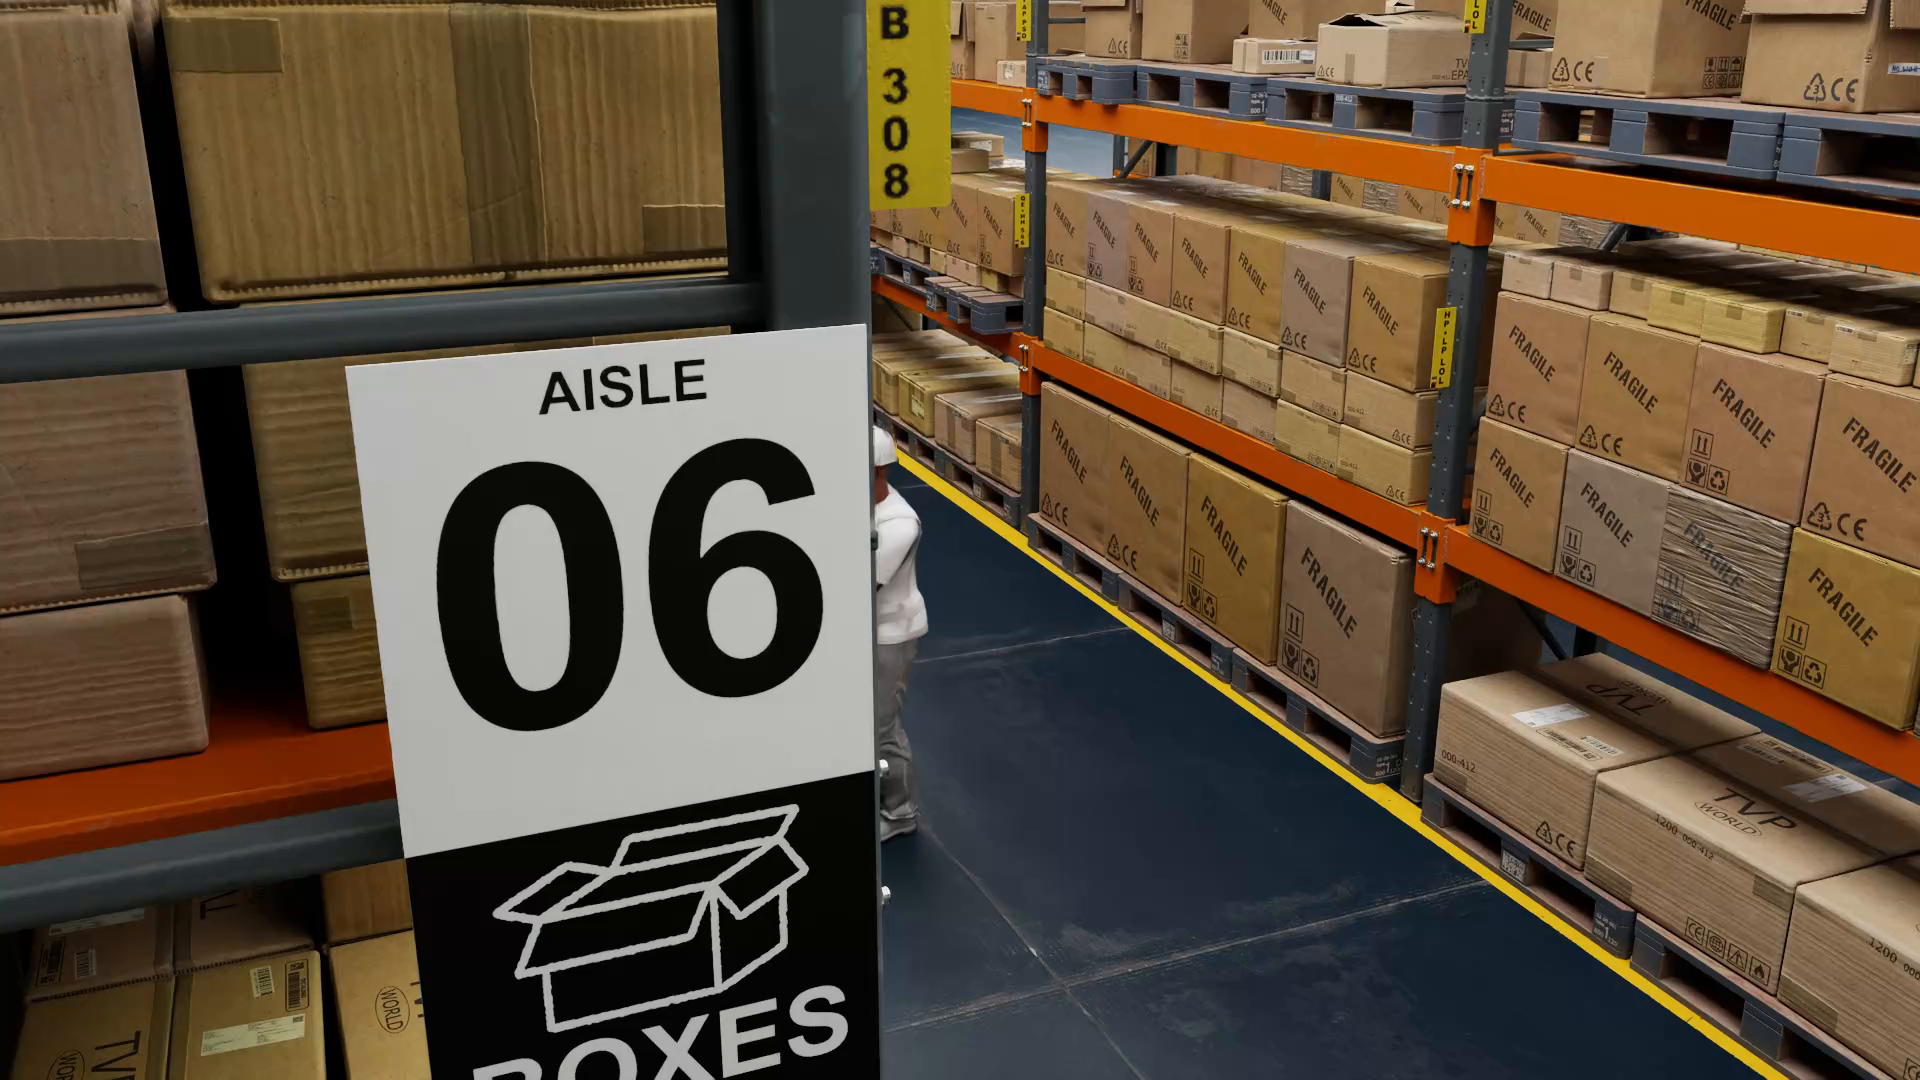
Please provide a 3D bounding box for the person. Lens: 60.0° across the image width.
[{"bbox_3d":[-0.429,0.395,6.866,0.576,1.761,0.505,-8,20,-23],"label":"person"}]
